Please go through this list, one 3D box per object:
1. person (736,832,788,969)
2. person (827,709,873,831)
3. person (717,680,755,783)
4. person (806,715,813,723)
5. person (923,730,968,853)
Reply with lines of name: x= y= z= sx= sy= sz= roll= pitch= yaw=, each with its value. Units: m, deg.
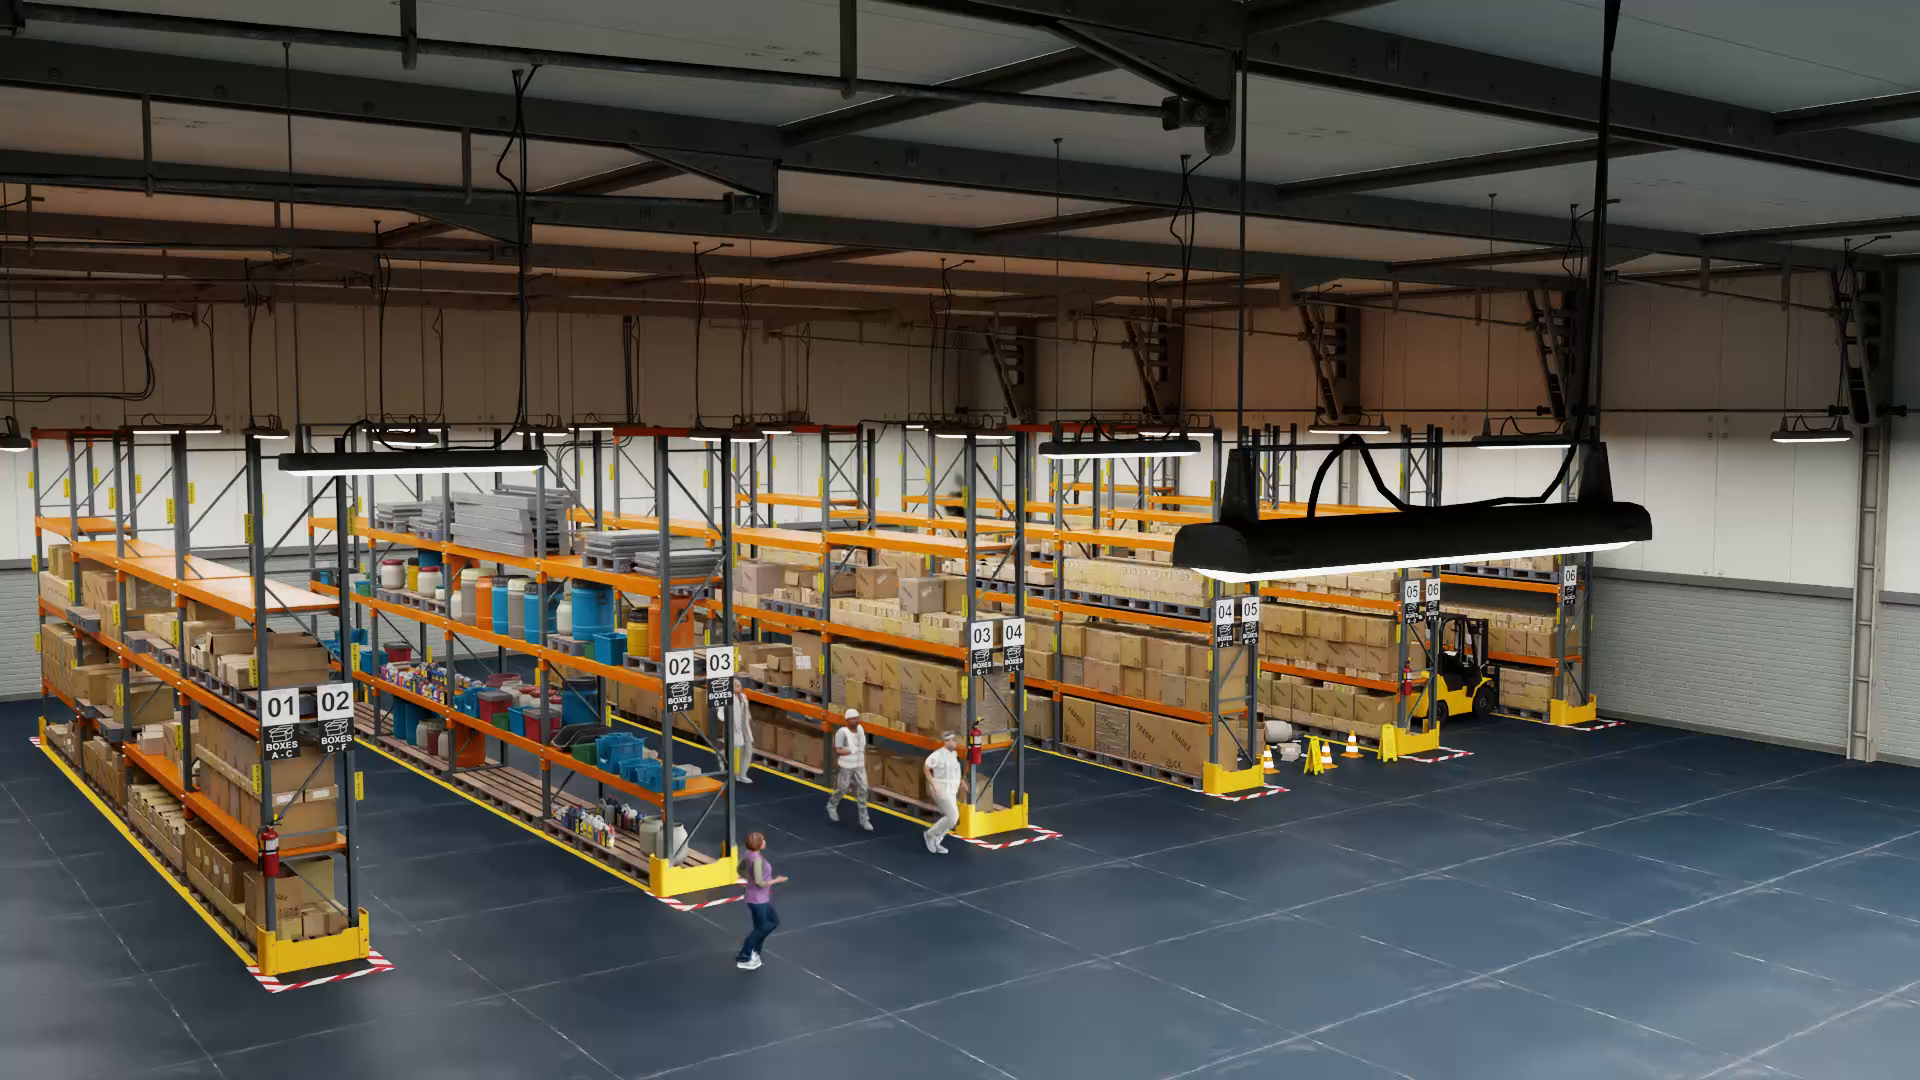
person: x=-2.243 y=4.059 z=18.775 sx=0.596 sy=1.575 sz=0.517 roll=-1 pitch=5 yaw=-13
person: x=-1.660 y=3.431 z=25.151 sx=0.679 sy=1.788 sz=0.976 roll=-4 pitch=6 yaw=-42
person: x=-3.811 y=3.245 z=28.351 sx=0.756 sy=1.743 sz=0.711 roll=4 pitch=6 yaw=41
person: x=-2.768 y=2.916 z=32.292 sx=0.633 sy=1.839 sz=0.777 roll=-3 pitch=6 yaw=-37
person: x=-0.170 y=3.596 z=23.863 sx=0.548 sy=1.722 sz=0.722 roll=2 pitch=5 yaw=24
